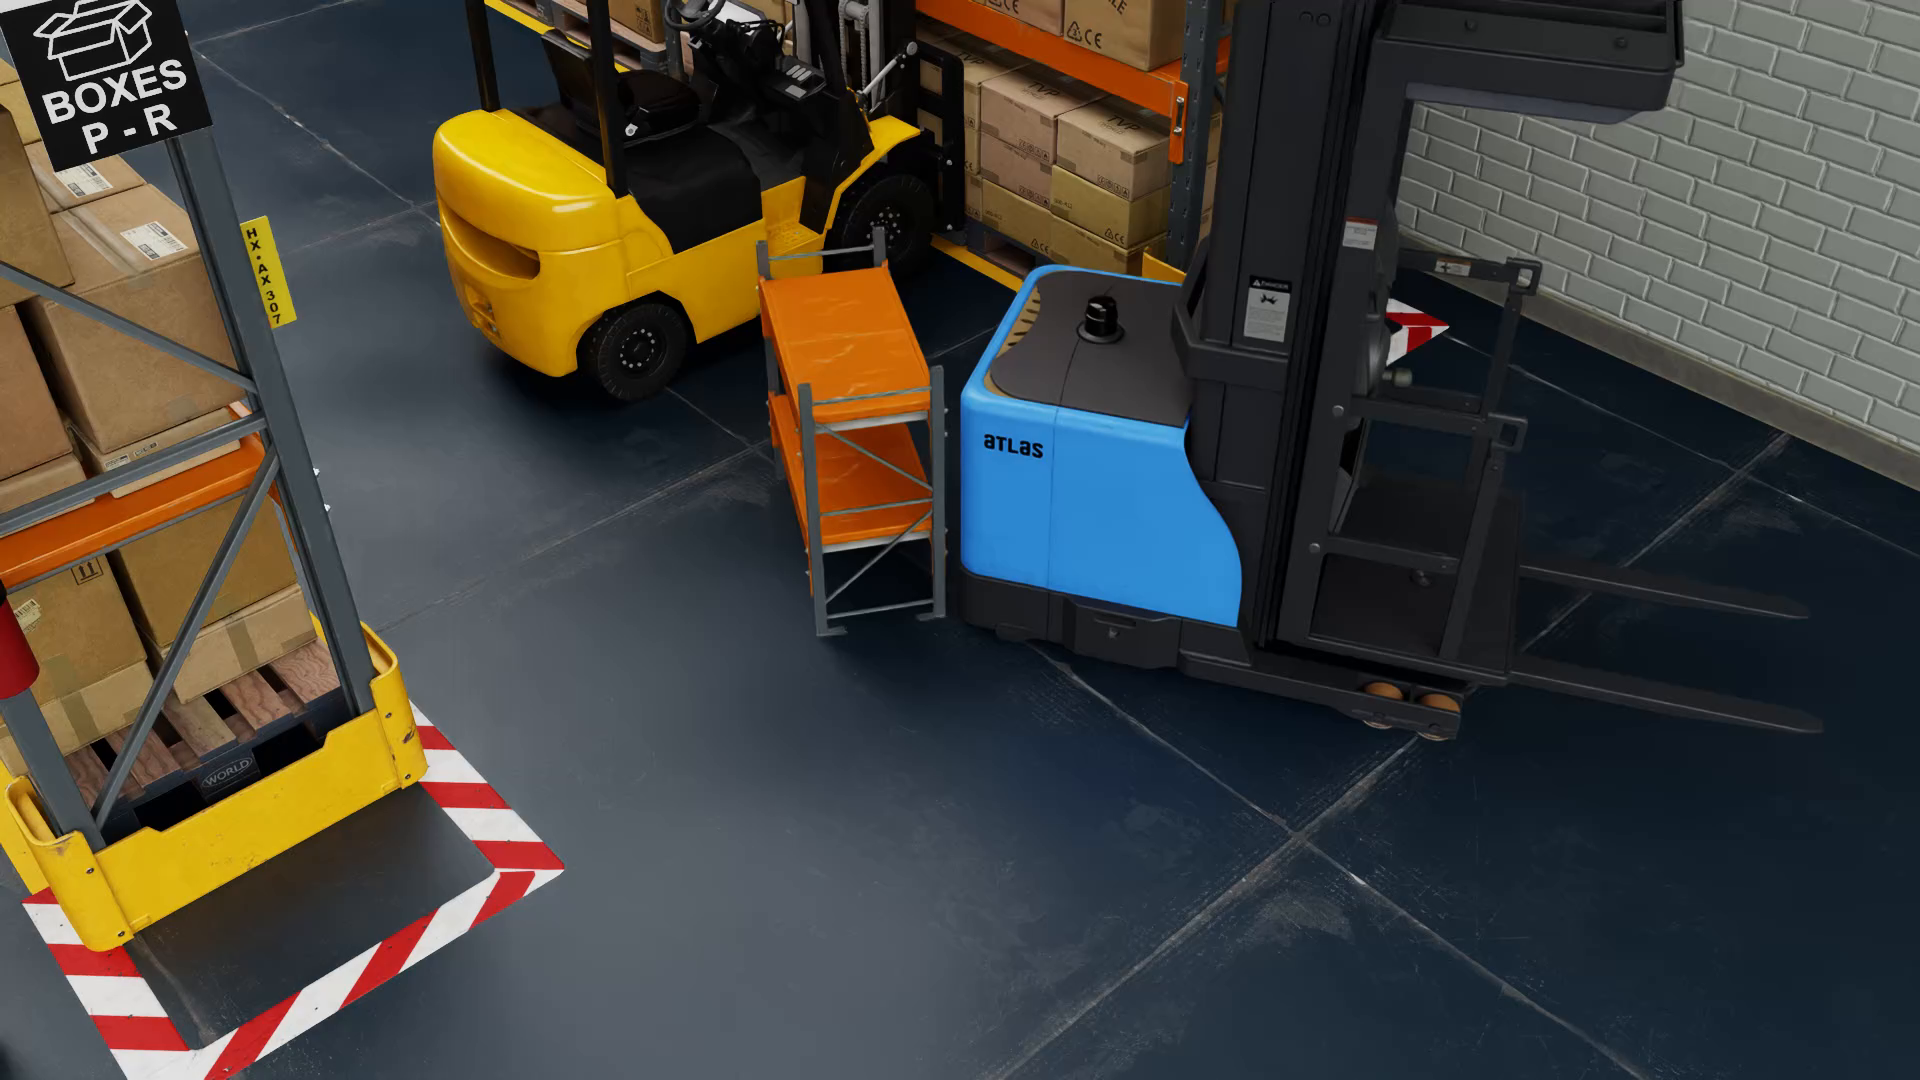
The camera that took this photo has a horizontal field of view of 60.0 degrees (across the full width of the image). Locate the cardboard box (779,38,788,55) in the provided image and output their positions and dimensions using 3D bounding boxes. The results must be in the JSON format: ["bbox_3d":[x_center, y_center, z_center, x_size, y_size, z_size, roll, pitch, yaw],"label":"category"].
[{"bbox_3d":[-0.924,-2.826,9.318,0.500,0.250,0.500,-30,48,-32],"label":"cardboard box"}]

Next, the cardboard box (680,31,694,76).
[{"bbox_3d":[-1.282,-2.854,9.751,0.500,0.250,0.500,-29,47,-31],"label":"cardboard box"}]

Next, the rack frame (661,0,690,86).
[{"bbox_3d":[-1.366,-4.125,9.470,1.000,3.000,0.127,-30,48,-32],"label":"rack frame"}]

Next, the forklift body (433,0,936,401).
[{"bbox_3d":[-1.287,-2.046,7.572,2.313,2.155,1.214,-30,48,-32],"label":"forklift body"}]

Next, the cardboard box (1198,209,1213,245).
[{"bbox_3d":[1.152,-1.678,8.295,0.500,0.250,0.500,-30,48,-32],"label":"cardboard box"}]

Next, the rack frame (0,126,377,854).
[{"bbox_3d":[-2.314,-0.163,4.564,1.000,3.000,0.127,-30,48,-32],"label":"rack frame"}]

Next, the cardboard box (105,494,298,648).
[{"bbox_3d":[-2.672,-0.050,5.682,0.500,0.500,0.500,-32,49,-33],"label":"cardboard box"}]

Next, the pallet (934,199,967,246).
[{"bbox_3d":[-0.029,-2.090,9.169,1.003,0.211,1.213,-30,48,-32],"label":"pallet"}]

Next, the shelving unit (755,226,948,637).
[{"bbox_3d":[-0.420,-0.427,6.383,0.538,1.125,1.048,-9,40,-10],"label":"shelving unit"}]

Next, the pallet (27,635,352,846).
[{"bbox_3d":[-2.889,0.496,5.968,1.003,0.211,1.213,-30,48,-32],"label":"pallet"}]

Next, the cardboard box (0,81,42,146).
[{"bbox_3d":[-3.128,-1.128,5.443,0.500,0.500,0.500,-31,48,-33],"label":"cardboard box"}]

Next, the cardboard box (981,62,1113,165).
[{"bbox_3d":[0.449,-2.071,7.985,0.500,0.250,0.500,-29,47,-31],"label":"cardboard box"}]

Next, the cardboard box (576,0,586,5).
[{"bbox_3d":[-2.246,-3.964,10.826,0.875,0.625,0.625,-30,48,-32],"label":"cardboard box"}]

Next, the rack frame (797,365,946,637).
[{"bbox_3d":[-0.302,-0.116,5.999,0.500,1.125,0.032,-9,40,-10],"label":"rack frame"}]

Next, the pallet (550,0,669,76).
[{"bbox_3d":[-1.893,-3.365,10.748,1.003,0.211,1.213,-30,48,-32],"label":"pallet"}]

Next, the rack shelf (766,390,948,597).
[{"bbox_3d":[-0.420,-0.237,6.537,0.538,0.278,1.000,-9,40,-10],"label":"rack shelf"}]

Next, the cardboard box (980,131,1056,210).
[{"bbox_3d":[0.449,-1.891,8.161,0.500,0.250,0.500,-30,48,-32],"label":"cardboard box"}]

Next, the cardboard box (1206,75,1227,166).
[{"bbox_3d":[1.154,-2.060,7.971,0.500,0.250,0.500,-31,48,-32],"label":"cardboard box"}]

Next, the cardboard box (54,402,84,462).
[{"bbox_3d":[-2.573,-0.421,5.084,0.380,0.149,0.250,-29,47,-31],"label":"cardboard box"}]

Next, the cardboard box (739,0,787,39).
[{"bbox_3d":[-0.931,-3.010,9.148,0.500,0.250,0.500,-30,48,-32],"label":"cardboard box"}]

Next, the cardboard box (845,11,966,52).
[{"bbox_3d":[-0.237,-2.538,8.564,0.500,0.250,0.500,-31,48,-33],"label":"cardboard box"}]

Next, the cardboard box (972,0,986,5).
[{"bbox_3d":[0.123,-2.910,7.886,0.500,0.500,0.500,-31,48,-32],"label":"cardboard box"}]

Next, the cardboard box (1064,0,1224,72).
[{"bbox_3d":[0.814,-2.429,7.291,0.500,0.500,0.500,-31,48,-33],"label":"cardboard box"}]

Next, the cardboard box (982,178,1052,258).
[{"bbox_3d":[0.460,-1.685,8.303,0.500,0.250,0.500,-30,48,-32],"label":"cardboard box"}]

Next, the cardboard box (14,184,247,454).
[{"bbox_3d":[-2.430,-0.655,4.857,0.500,0.500,0.500,-31,48,-32],"label":"cardboard box"}]

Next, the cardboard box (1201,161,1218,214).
[{"bbox_3d":[1.175,-1.868,8.132,0.500,0.250,0.500,-29,47,-31],"label":"cardboard box"}]

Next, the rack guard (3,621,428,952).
[{"bbox_3d":[-2.365,0.774,5.393,1.175,0.500,0.348,-30,48,-32],"label":"rack guard"}]

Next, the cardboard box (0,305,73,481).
[{"bbox_3d":[-2.884,-0.452,4.606,0.500,0.500,0.500,-31,48,-32],"label":"cardboard box"}]

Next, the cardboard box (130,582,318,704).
[{"bbox_3d":[-2.656,0.253,5.904,0.500,0.250,0.500,-30,48,-32],"label":"cardboard box"}]

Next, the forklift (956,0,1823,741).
[{"bbox_3d":[1.562,-0.808,5.418,3.031,2.935,1.130,11,40,14],"label":"forklift"}]

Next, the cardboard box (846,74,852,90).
[{"bbox_3d":[-0.251,-2.354,8.734,0.500,0.250,0.500,-30,48,-32],"label":"cardboard box"}]

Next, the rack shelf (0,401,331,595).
[{"bbox_3d":[-3.667,-0.809,5.937,1.077,0.370,4.000,-30,48,-32],"label":"rack shelf"}]

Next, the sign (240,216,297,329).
[{"bbox_3d":[-1.914,-0.730,4.578,0.100,0.325,0.005,-30,48,-32],"label":"sign"}]
